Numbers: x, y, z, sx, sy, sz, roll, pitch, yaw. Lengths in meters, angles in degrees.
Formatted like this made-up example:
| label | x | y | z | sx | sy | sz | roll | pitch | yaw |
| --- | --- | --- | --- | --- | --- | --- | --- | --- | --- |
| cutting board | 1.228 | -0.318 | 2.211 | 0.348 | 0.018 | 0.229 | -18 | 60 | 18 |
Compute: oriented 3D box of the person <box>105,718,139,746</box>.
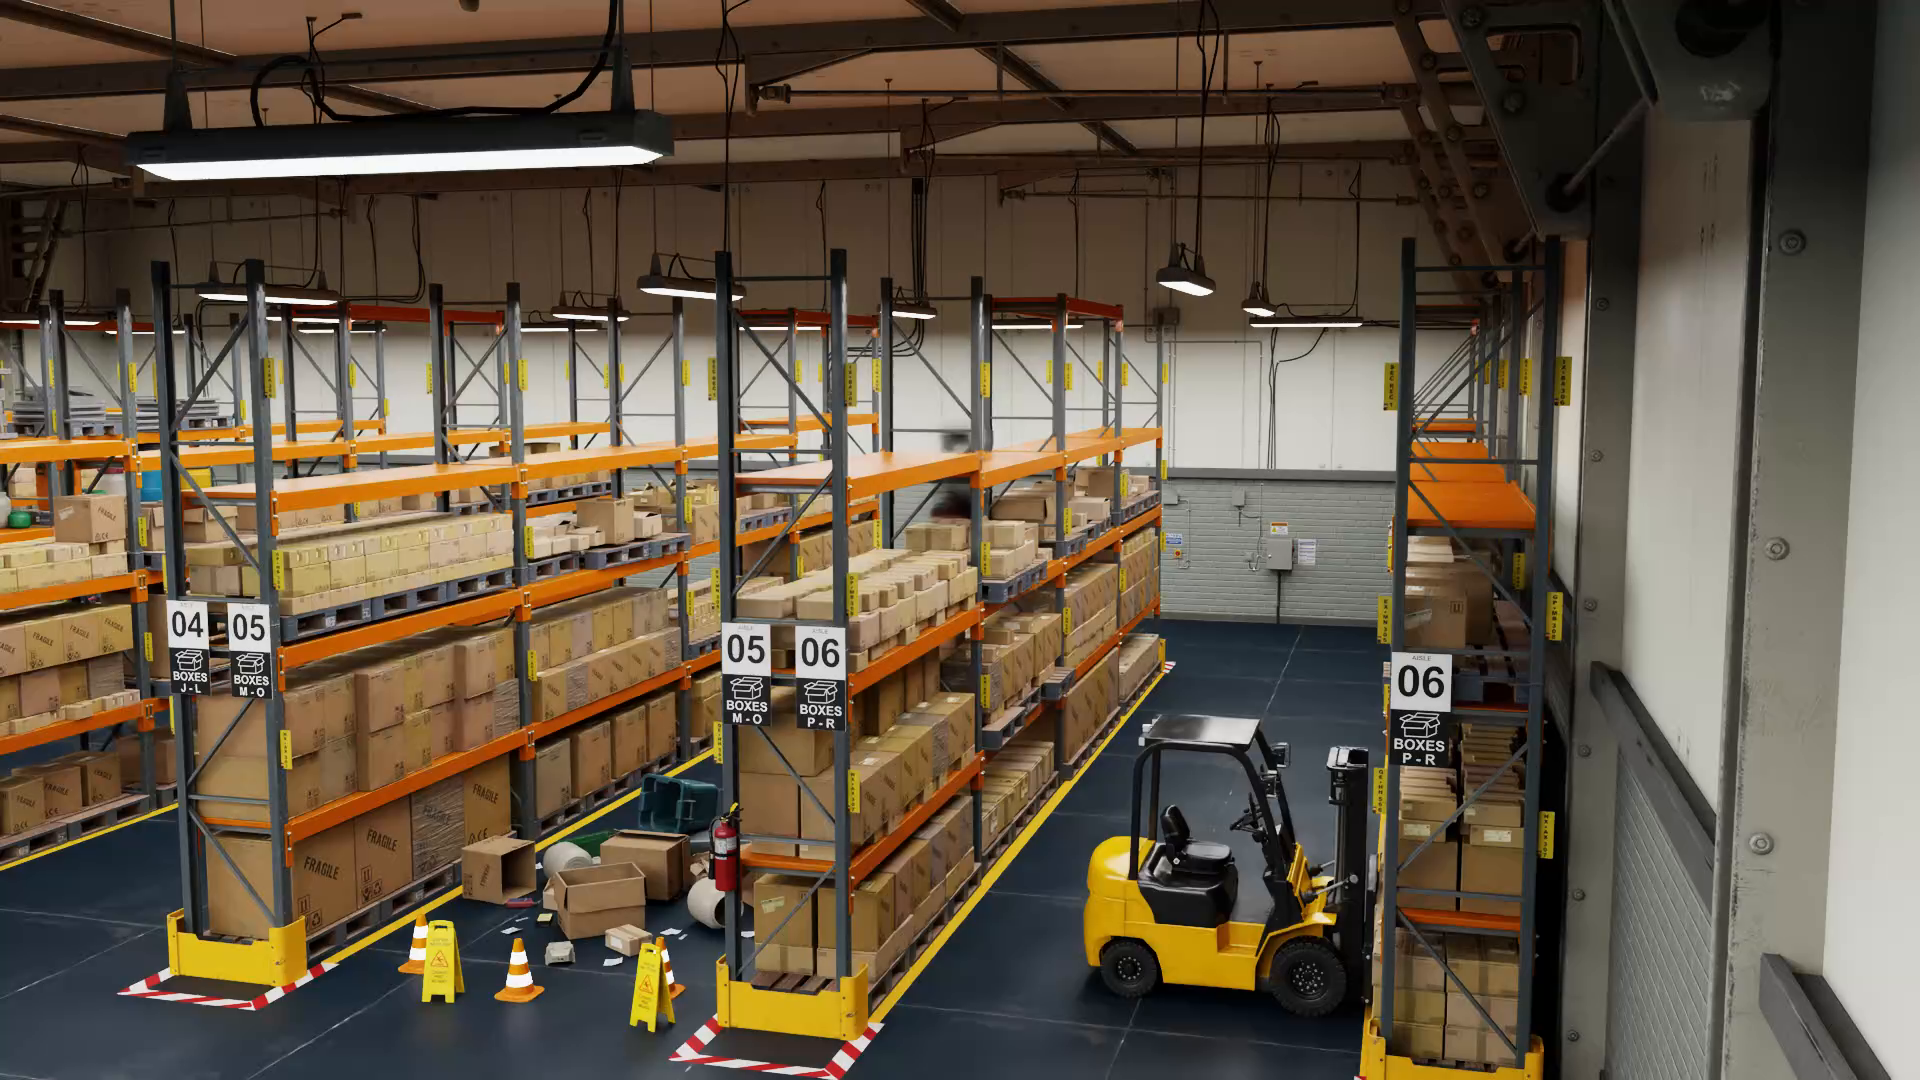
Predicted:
| label | x | y | z | sx | sy | sz | roll | pitch | yaw |
| --- | --- | --- | --- | --- | --- | --- | --- | --- | --- |
| person | -10.885 | 2.083 | 21.629 | 0.506 | 1.586 | 0.656 | 1 | 6 | 5 |
